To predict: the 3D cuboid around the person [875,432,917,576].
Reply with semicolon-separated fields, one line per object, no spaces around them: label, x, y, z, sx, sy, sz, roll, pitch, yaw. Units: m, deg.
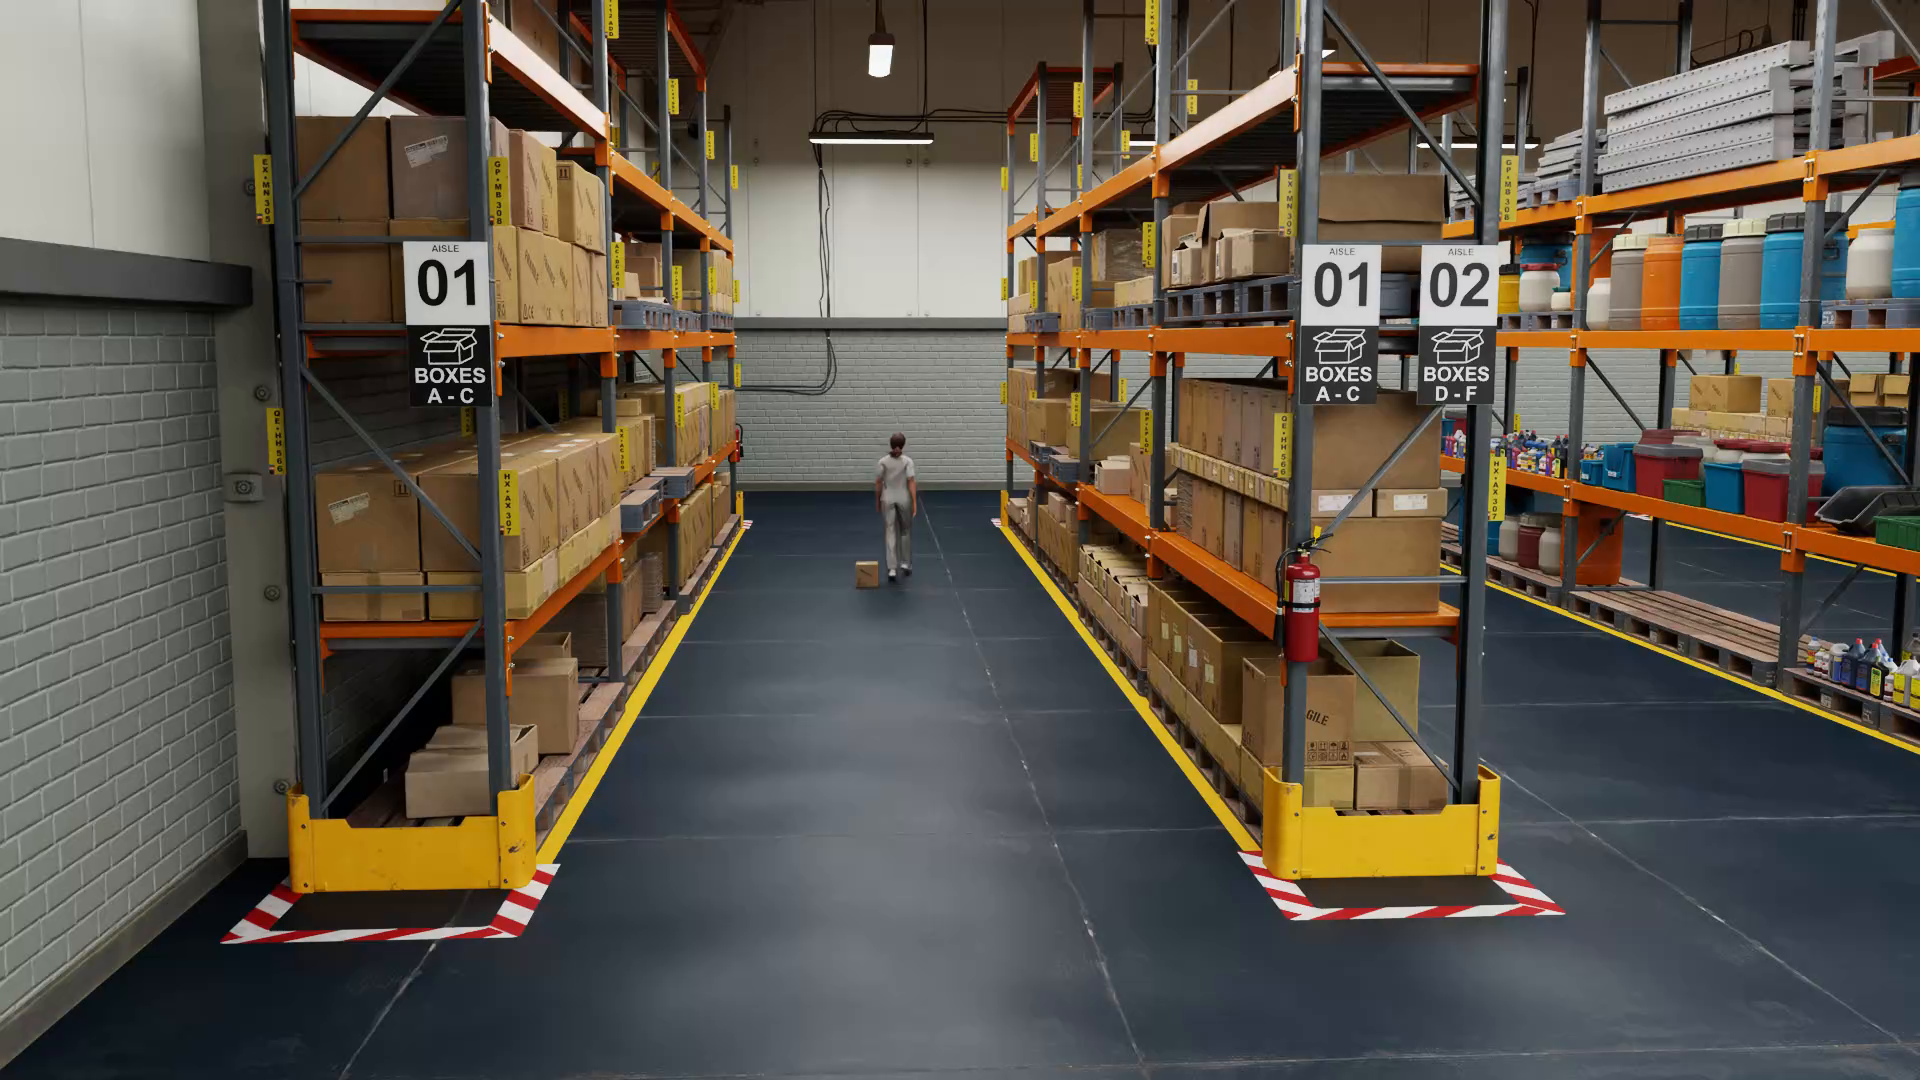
person;-0.736;-0.423;19.185;0.474;1.647;0.880;0;7;-2
